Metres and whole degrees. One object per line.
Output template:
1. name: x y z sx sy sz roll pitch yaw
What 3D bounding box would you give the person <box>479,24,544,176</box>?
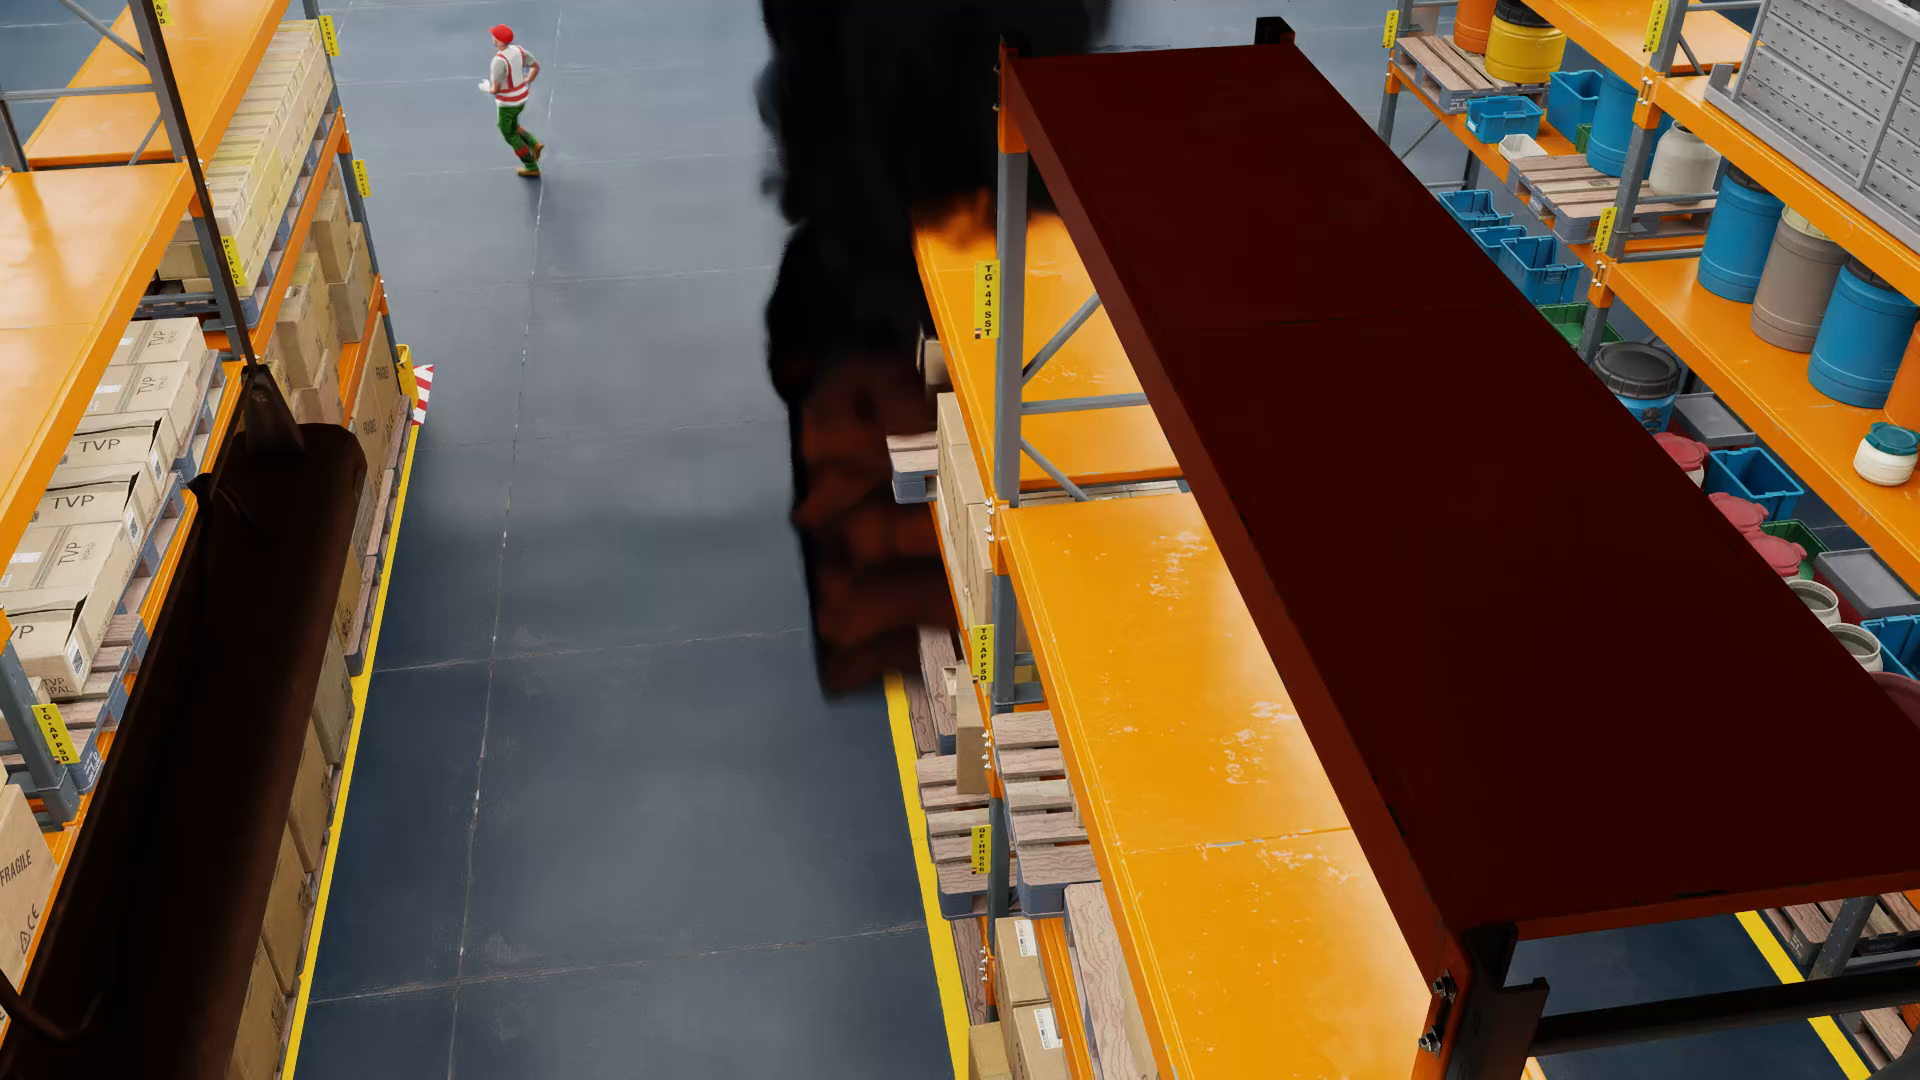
1. person: -5.090 -4.961 18.727 0.577 1.740 0.650 11 38 15
